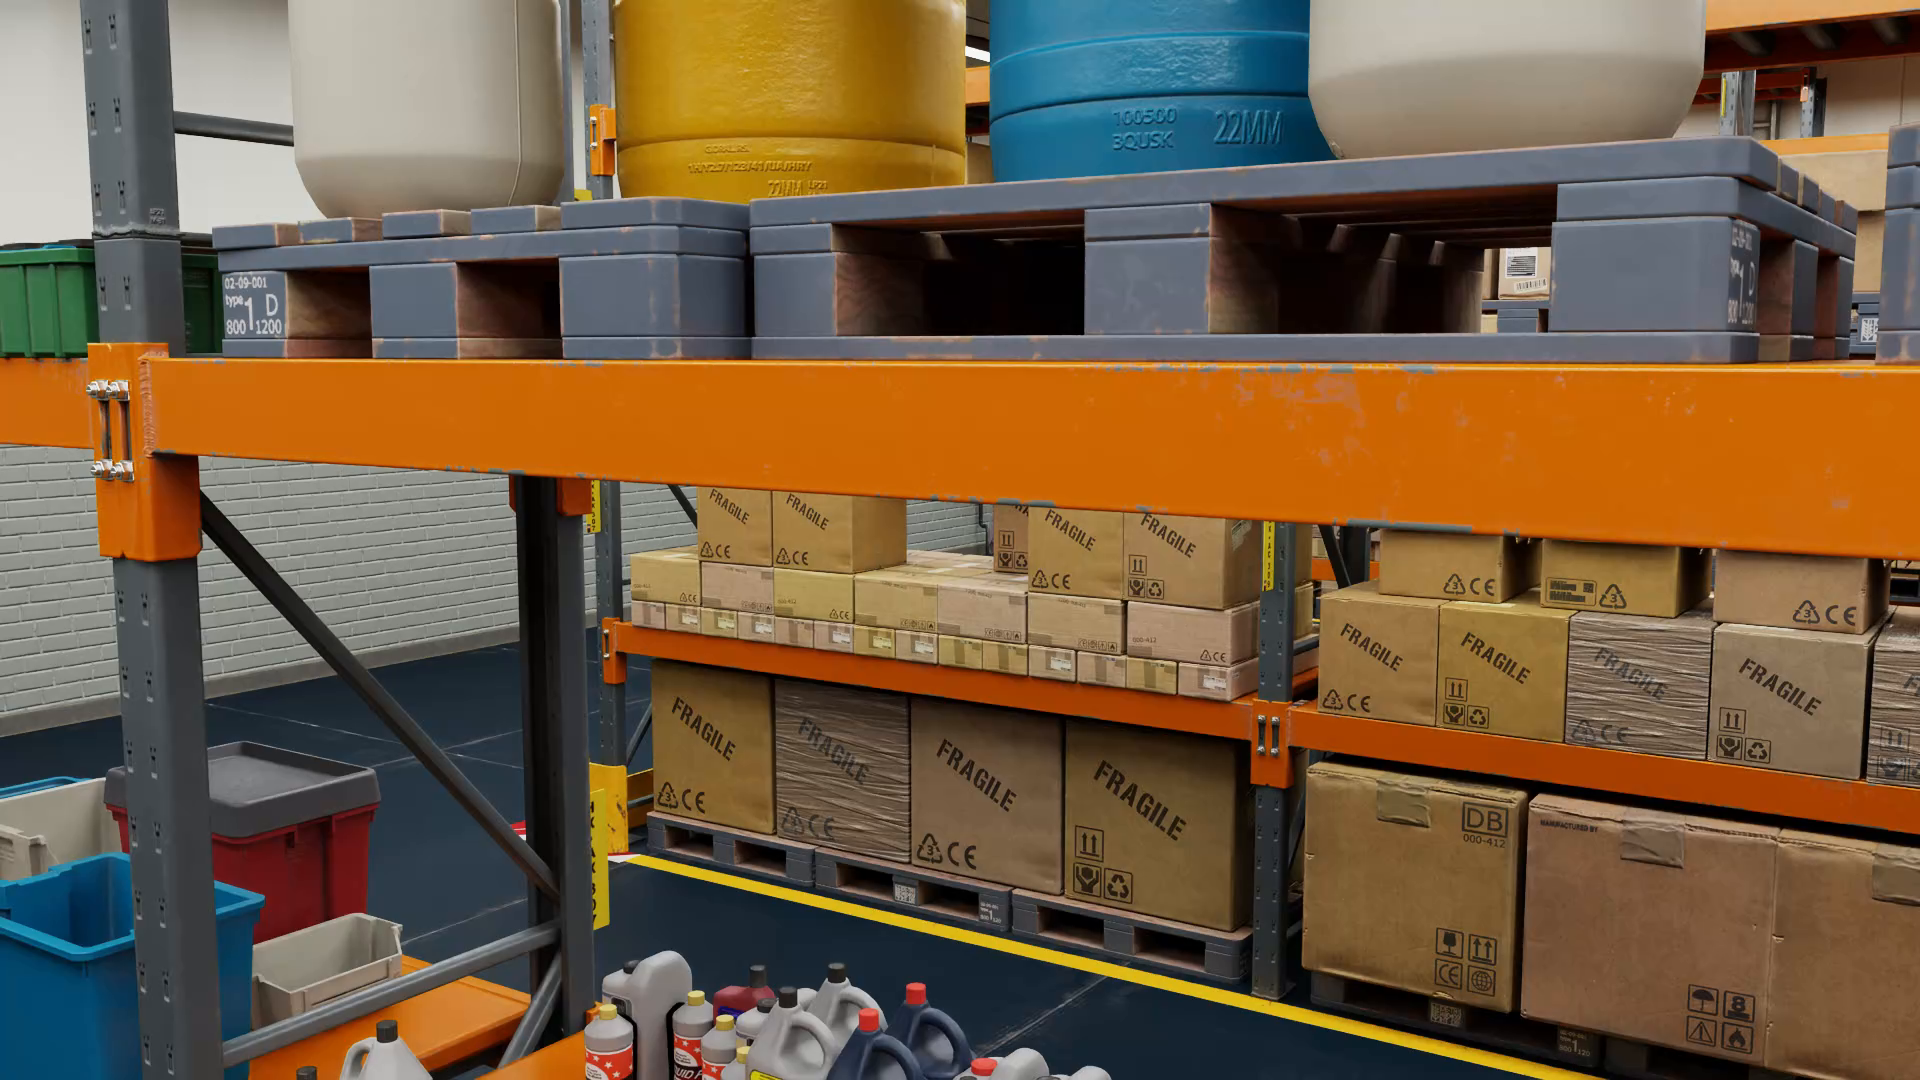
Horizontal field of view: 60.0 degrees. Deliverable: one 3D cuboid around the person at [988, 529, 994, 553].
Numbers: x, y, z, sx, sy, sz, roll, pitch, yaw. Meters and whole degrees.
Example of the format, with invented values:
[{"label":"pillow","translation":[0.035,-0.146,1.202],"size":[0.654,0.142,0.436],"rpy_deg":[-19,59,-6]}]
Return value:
[{"label":"person","translation":[0.586,0.061,19.445],"size":[0.461,1.097,0.736],"rpy_deg":[4,8,33]}]
